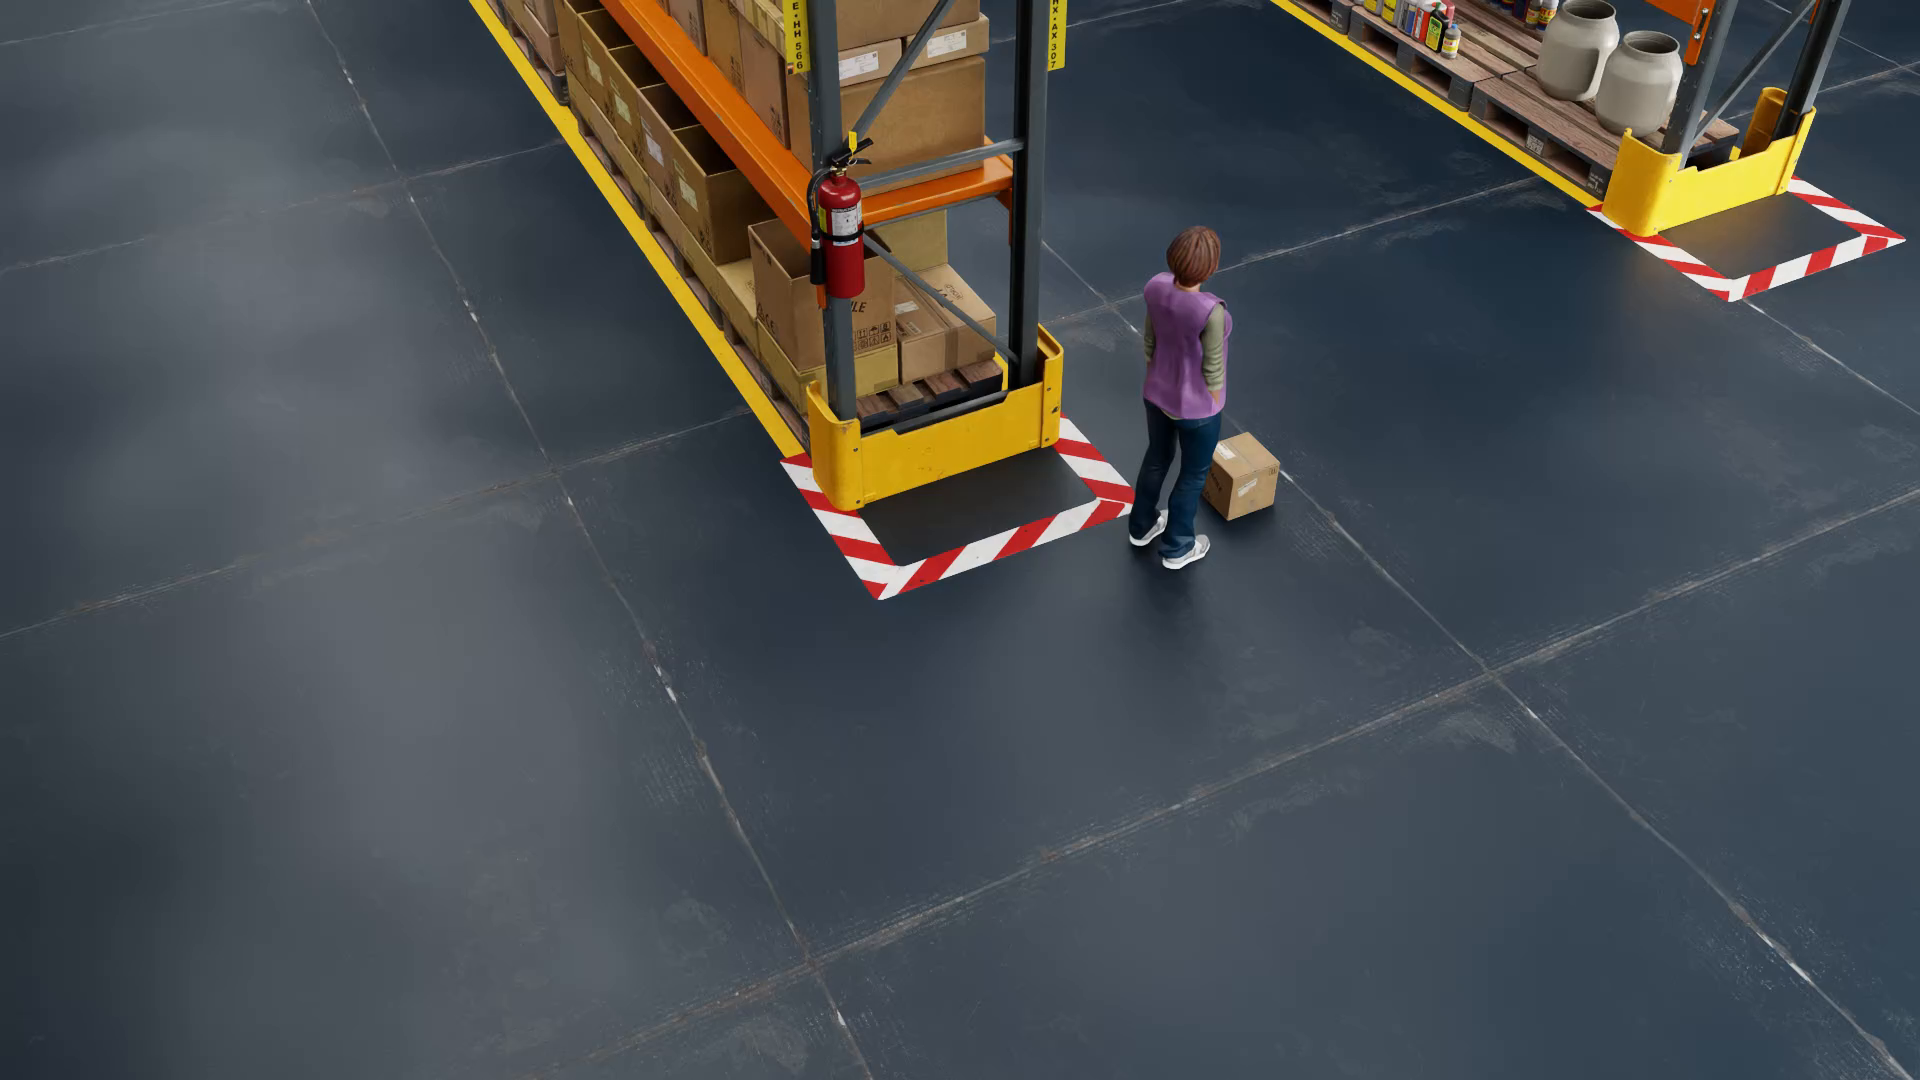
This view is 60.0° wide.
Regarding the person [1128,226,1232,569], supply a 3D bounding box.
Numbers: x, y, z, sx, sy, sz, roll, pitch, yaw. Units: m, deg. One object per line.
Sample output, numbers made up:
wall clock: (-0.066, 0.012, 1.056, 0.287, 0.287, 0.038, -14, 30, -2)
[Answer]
person: (0.900, -0.581, 6.820, 0.309, 1.596, 0.407, -32, 51, -31)
